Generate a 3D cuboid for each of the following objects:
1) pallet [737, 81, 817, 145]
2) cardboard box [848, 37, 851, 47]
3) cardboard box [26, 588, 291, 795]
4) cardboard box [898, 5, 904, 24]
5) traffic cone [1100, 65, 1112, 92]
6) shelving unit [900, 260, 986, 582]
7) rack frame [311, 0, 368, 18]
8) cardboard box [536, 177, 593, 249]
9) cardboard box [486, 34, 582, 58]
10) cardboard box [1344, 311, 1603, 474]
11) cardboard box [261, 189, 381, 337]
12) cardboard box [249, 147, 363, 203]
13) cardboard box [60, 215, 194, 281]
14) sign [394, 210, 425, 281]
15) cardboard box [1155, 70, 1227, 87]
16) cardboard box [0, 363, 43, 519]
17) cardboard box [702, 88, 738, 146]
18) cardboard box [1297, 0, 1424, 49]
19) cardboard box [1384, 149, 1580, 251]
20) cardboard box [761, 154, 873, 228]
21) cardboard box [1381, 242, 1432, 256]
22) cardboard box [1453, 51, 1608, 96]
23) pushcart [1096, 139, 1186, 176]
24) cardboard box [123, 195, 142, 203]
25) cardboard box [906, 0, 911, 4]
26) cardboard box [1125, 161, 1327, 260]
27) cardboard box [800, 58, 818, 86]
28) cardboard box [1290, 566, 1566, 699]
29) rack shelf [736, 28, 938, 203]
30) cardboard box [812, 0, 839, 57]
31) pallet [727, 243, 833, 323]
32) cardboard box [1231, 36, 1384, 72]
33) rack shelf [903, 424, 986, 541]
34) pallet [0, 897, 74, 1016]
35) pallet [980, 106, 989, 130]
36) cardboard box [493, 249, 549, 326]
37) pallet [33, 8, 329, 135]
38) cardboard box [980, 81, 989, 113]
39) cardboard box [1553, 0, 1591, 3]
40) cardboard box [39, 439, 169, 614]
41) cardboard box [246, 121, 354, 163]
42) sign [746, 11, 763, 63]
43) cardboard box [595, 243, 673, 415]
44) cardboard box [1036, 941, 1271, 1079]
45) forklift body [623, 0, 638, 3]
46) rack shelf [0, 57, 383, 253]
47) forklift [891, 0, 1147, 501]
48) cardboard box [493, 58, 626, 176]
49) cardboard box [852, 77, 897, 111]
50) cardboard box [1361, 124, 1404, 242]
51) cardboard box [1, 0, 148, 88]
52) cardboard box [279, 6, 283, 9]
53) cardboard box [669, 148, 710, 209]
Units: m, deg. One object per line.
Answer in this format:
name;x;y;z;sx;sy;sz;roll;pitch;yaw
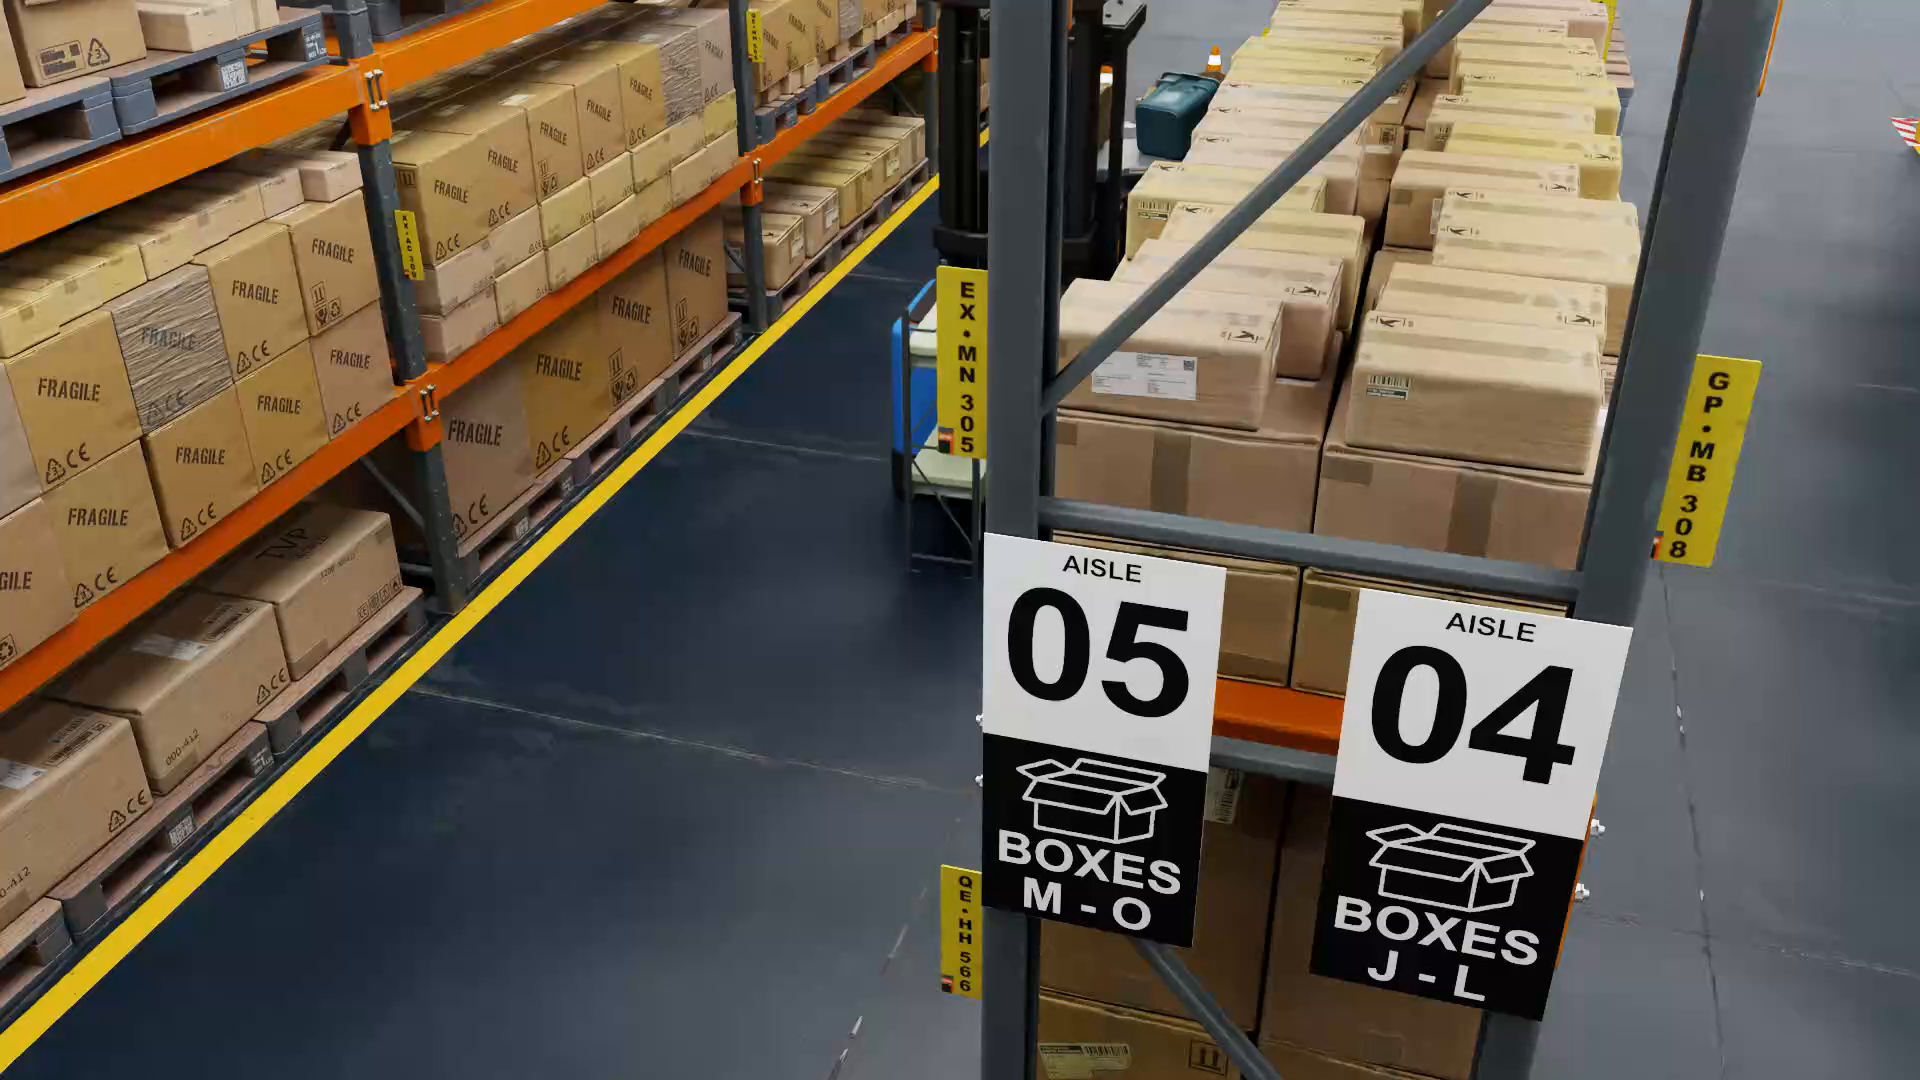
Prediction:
pallet;-1.770;-3.134;11.995;1.213;0.211;1.003;8;30;15
cardboard box;-1.079;-3.946;13.084;0.380;0.149;0.250;7;30;13
cardboard box;-3.600;0.616;7.260;0.875;0.438;0.875;8;30;13
cardboard box;-0.685;-4.405;13.910;0.380;0.149;0.250;8;30;13
traffic cone;1.578;-5.097;17.936;0.336;0.463;0.334;8;30;15
shelving unit;-0.001;-0.635;8.849;0.431;1.500;0.755;7;30;13
rack frame;-3.051;-3.634;6.526;1.000;3.000;0.127;8;30;15
cardboard box;-2.353;-1.807;9.052;0.500;0.250;0.500;9;30;16
cardboard box;-2.559;-2.688;9.864;0.500;0.500;0.500;9;30;16
cardboard box;0.849;-0.250;2.759;0.380;0.149;0.250;8;30;14
cardboard box;-2.926;-1.234;7.252;0.500;0.500;0.500;8;30;14
cardboard box;-2.837;-1.588;7.220;0.380;0.149;0.250;8;30;14
cardboard box;-3.197;-1.125;6.388;0.380;0.149;0.250;8;30;14
sign;-2.520;-1.347;7.614;0.100;0.325;0.005;8;30;15
cardboard box;2.376;-4.321;16.499;0.797;0.503;0.637;-12;31;-20
cardboard box;-3.524;-0.298;5.569;0.500;0.500;0.500;8;30;14
cardboard box;-1.776;-2.763;10.771;0.500;0.250;0.500;8;30;15
cardboard box;1.262;-1.644;5.264;0.380;0.149;0.250;8;30;14
cardboard box;1.137;-0.729;3.620;0.380;0.149;0.250;9;30;16
cardboard box;-1.265;-2.863;13.583;0.950;0.372;0.625;10;30;17
cardboard box;1.225;-0.601;3.799;0.500;0.250;0.500;9;30;15
cardboard box;1.525;-1.202;4.469;0.380;0.149;0.250;8;30;15
pushcart;1.491;-3.282;14.762;1.648;0.377;0.936;-1;29;-3
cardboard box;-3.487;-1.421;6.920;0.380;0.149;0.250;8;30;14
cardboard box;-0.619;-4.840;14.024;0.500;0.500;0.500;8;30;14
cardboard box;0.568;-0.687;3.543;0.380;0.149;0.250;9;30;16
cardboard box;-1.264;-3.442;12.178;0.380;0.149;0.250;9;30;15
cardboard box;0.912;0.088;3.074;0.500;0.250;0.500;10;30;17
rack shelf;-1.290;-3.486;13.172;1.077;0.370;4.000;8;30;15
cardboard box;-1.228;-3.896;12.326;0.500;0.500;0.500;9;30;16
pallet;-1.646;-2.016;12.656;1.003;0.211;1.213;8;30;15
cardboard box;0.962;-1.286;4.621;0.380;0.149;0.250;10;31;17
rack shelf;-0.001;-0.350;9.008;0.431;0.370;0.720;7;30;13
pallet;-4.066;1.682;6.009;1.003;0.211;1.213;8;30;15
pallet;-0.184;-4.398;16.938;1.003;0.211;1.213;8;30;15
cardboard box;-2.519;-1.354;8.753;0.500;0.250;0.500;8;30;14
pallet;-3.301;-1.906;6.596;1.003;0.211;1.213;8;30;15
cardboard box;0.027;-4.444;16.550;0.500;0.250;0.500;8;30;14
cardboard box;1.812;-1.682;5.333;0.380;0.149;0.250;9;30;16
cardboard box;-3.391;-0.087;6.219;0.500;0.500;0.500;10;30;17
cardboard box;-3.160;-1.737;8.155;0.500;0.500;0.500;9;30;16
sign;-1.346;-3.300;10.905;0.100;0.325;0.005;8;30;15
cardboard box;-2.425;-1.403;10.441;0.875;0.875;0.875;9;30;15
cardboard box;0.422;1.087;3.802;0.500;0.500;0.500;9;30;16
forklift body;-3.088;-5.783;17.433;2.313;2.155;1.214;8;30;15
rack shelf;-3.638;-1.079;5.759;1.077;0.370;4.000;8;30;15
forklift;0.474;-2.156;10.112;1.130;2.935;3.031;7;30;13
cardboard box;-2.229;-2.371;9.295;0.500;0.500;0.500;8;30;14
cardboard box;-0.786;-4.353;15.615;0.500;0.500;0.500;8;30;14
cardboard box;0.889;-0.917;4.367;0.500;0.250;0.500;7;30;13
cardboard box;-3.416;-1.964;5.969;0.797;0.503;0.637;11;31;19
cardboard box;-5.941;-4.375;13.670;0.500;0.250;0.500;8;30;14
cardboard box;-1.912;-2.294;10.443;0.500;0.250;0.500;9;30;16
